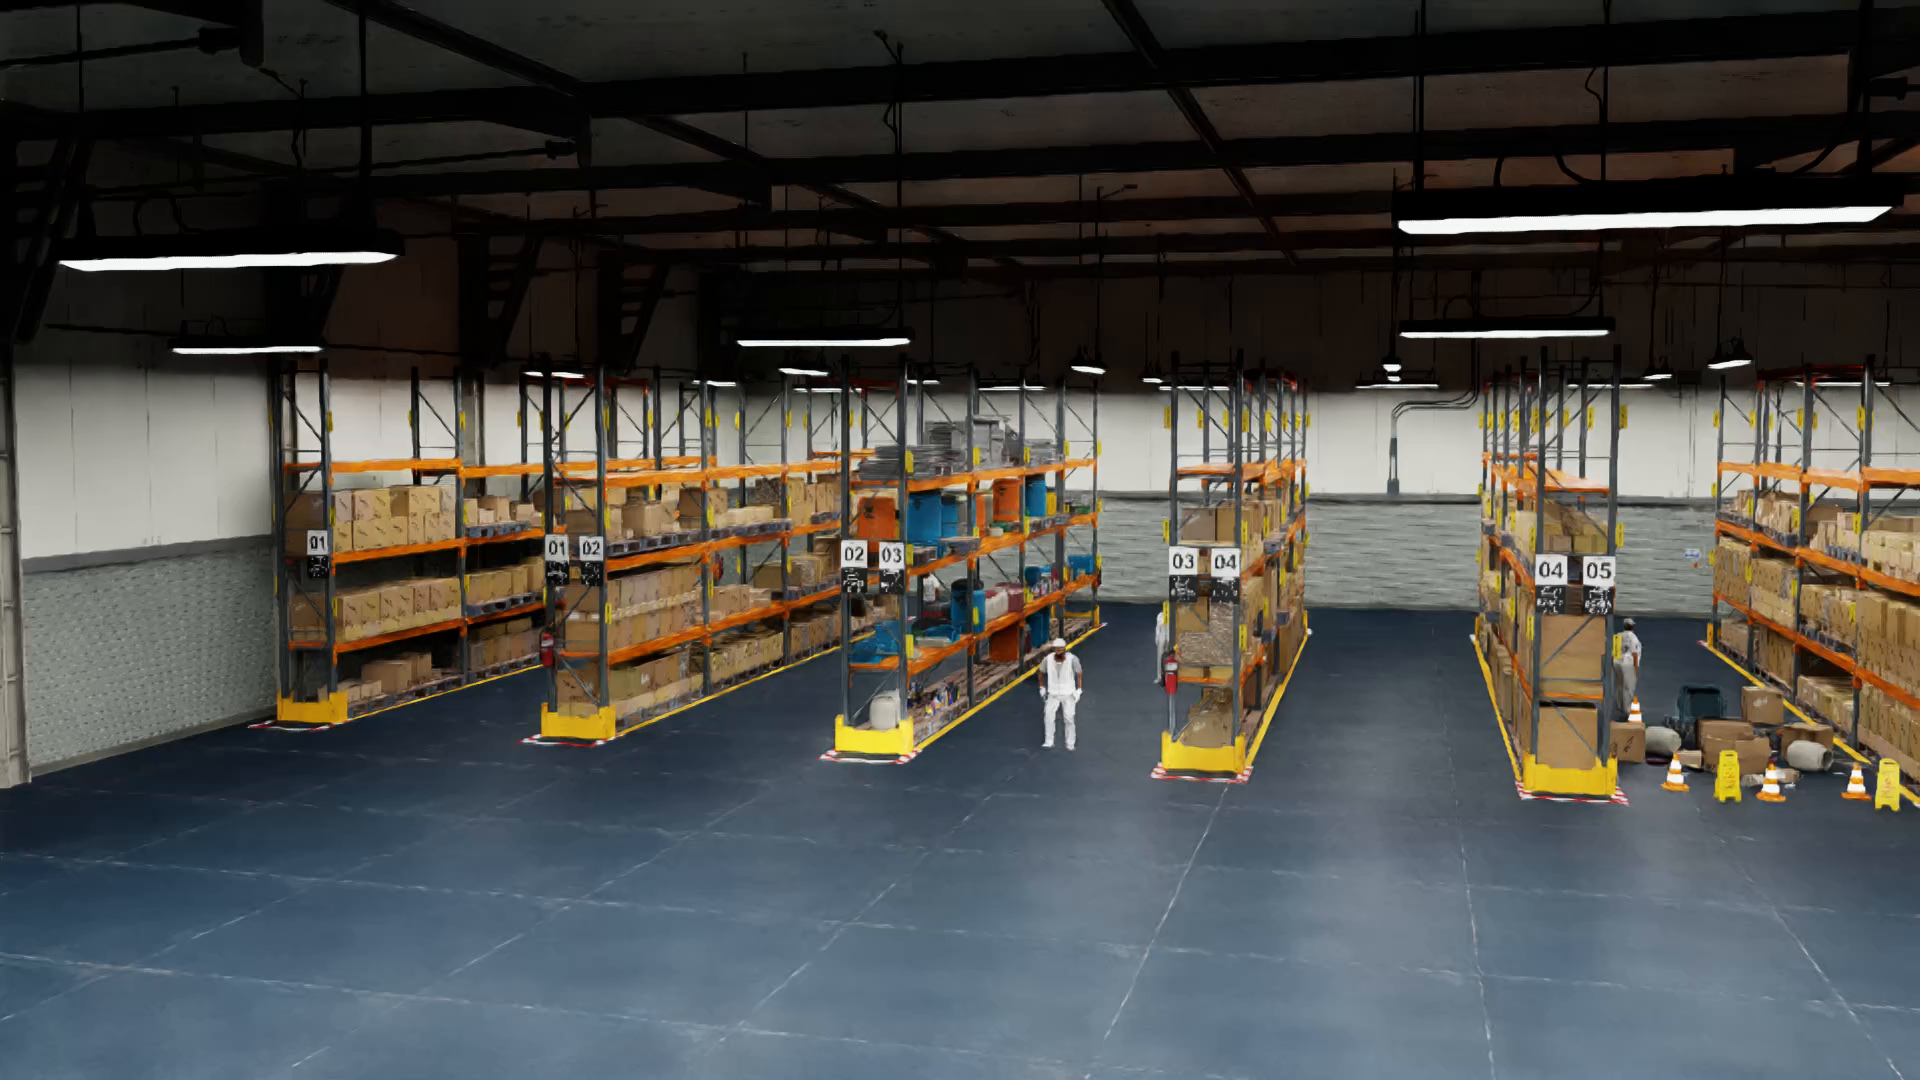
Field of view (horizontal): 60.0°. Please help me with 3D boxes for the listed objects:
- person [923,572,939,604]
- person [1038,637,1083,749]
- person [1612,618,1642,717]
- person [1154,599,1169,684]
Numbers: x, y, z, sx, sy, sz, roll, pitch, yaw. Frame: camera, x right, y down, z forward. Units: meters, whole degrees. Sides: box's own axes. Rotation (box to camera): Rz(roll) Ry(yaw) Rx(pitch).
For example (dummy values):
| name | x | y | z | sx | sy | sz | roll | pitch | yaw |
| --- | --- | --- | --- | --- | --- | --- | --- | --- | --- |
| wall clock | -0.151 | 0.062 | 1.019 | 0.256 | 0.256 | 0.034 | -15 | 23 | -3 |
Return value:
| name | x | y | z | sx | sy | sz | roll | pitch | yaw |
| --- | --- | --- | --- | --- | --- | --- | --- | --- | --- |
| person | -0.762 | 1.361 | 38.764 | 0.591 | 1.716 | 1.042 | 1 | 4 | 14 |
| person | 1.521 | 2.329 | 25.259 | 0.702 | 1.734 | 0.548 | 1 | 4 | 14 |
| person | 11.281 | 2.144 | 28.073 | 0.449 | 1.668 | 0.530 | -1 | 4 | -16 |
| person | 3.959 | 1.910 | 31.693 | 0.488 | 1.590 | 1.089 | 1 | 4 | 13 |
